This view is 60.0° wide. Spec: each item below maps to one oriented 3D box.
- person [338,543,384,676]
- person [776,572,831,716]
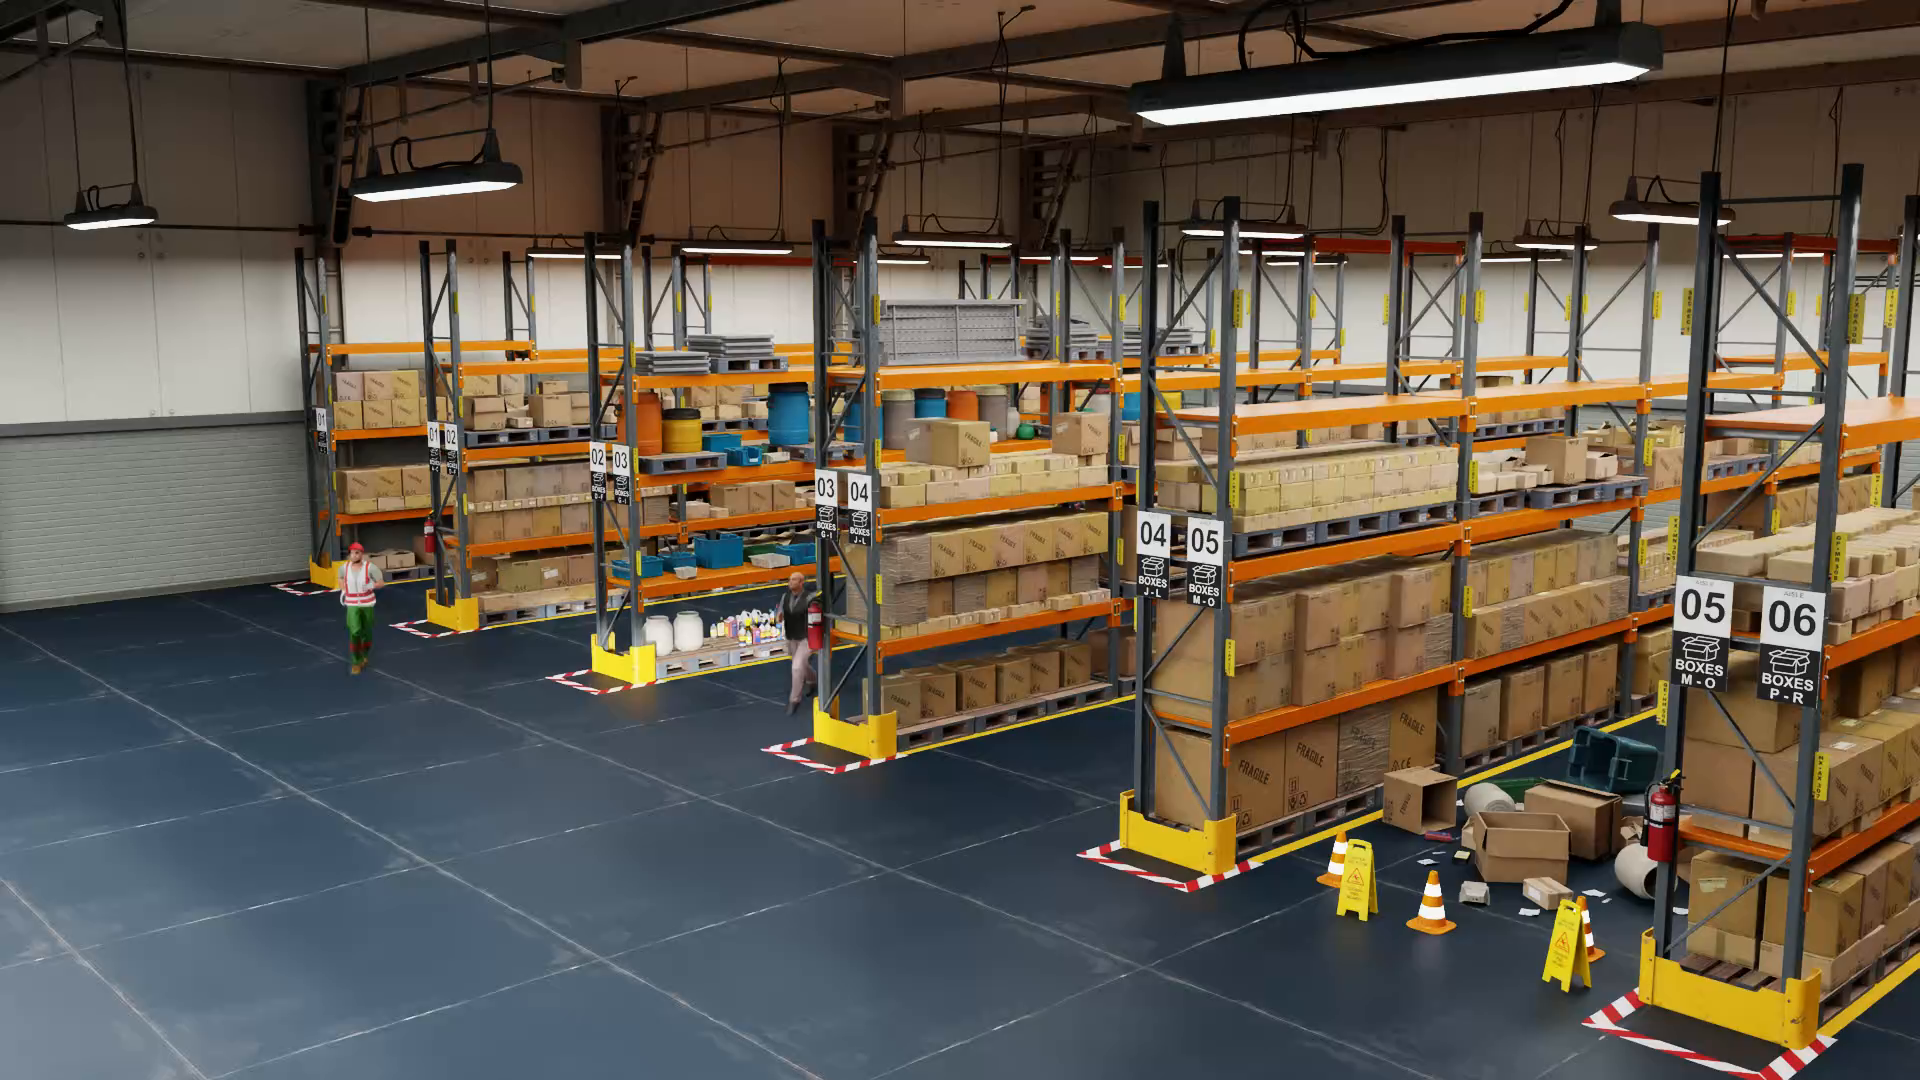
[{"bbox_3d":[-8.249,0.945,22.935,0.615,1.850,0.775,-2,9,-16],"label":"person"},{"bbox_3d":[-1.966,1.259,20.909,0.665,1.757,0.945,5,10,33],"label":"person"}]
